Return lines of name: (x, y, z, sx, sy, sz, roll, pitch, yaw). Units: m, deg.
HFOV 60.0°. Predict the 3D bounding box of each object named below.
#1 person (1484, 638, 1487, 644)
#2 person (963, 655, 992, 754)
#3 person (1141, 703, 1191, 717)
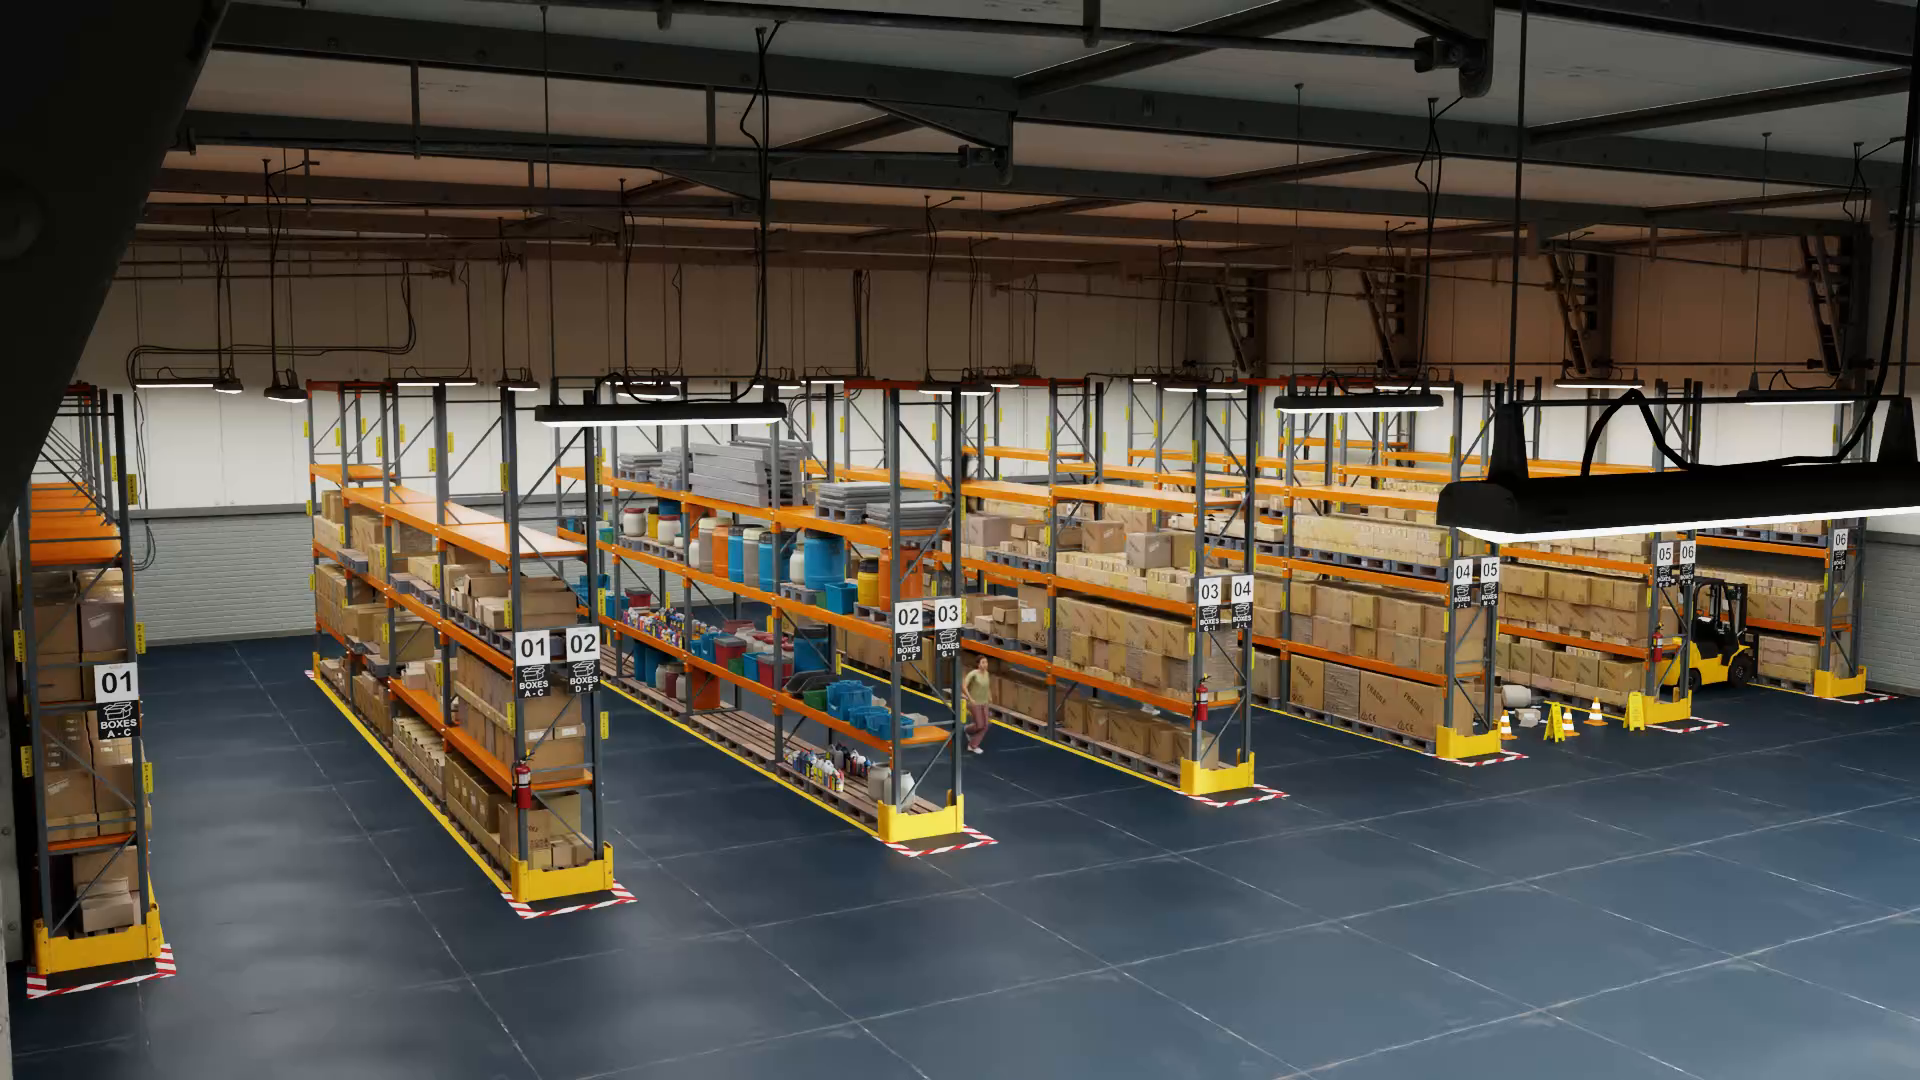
person: (11.152, 1.659, 36.046, 0.575, 1.666, 0.852, -4, 7, -33)
person: (0.256, 2.660, 27.139, 0.581, 1.613, 0.558, -5, 8, -37)
person: (3.661, 2.310, 29.342, 1.003, 1.734, 0.724, 2, 7, 22)
